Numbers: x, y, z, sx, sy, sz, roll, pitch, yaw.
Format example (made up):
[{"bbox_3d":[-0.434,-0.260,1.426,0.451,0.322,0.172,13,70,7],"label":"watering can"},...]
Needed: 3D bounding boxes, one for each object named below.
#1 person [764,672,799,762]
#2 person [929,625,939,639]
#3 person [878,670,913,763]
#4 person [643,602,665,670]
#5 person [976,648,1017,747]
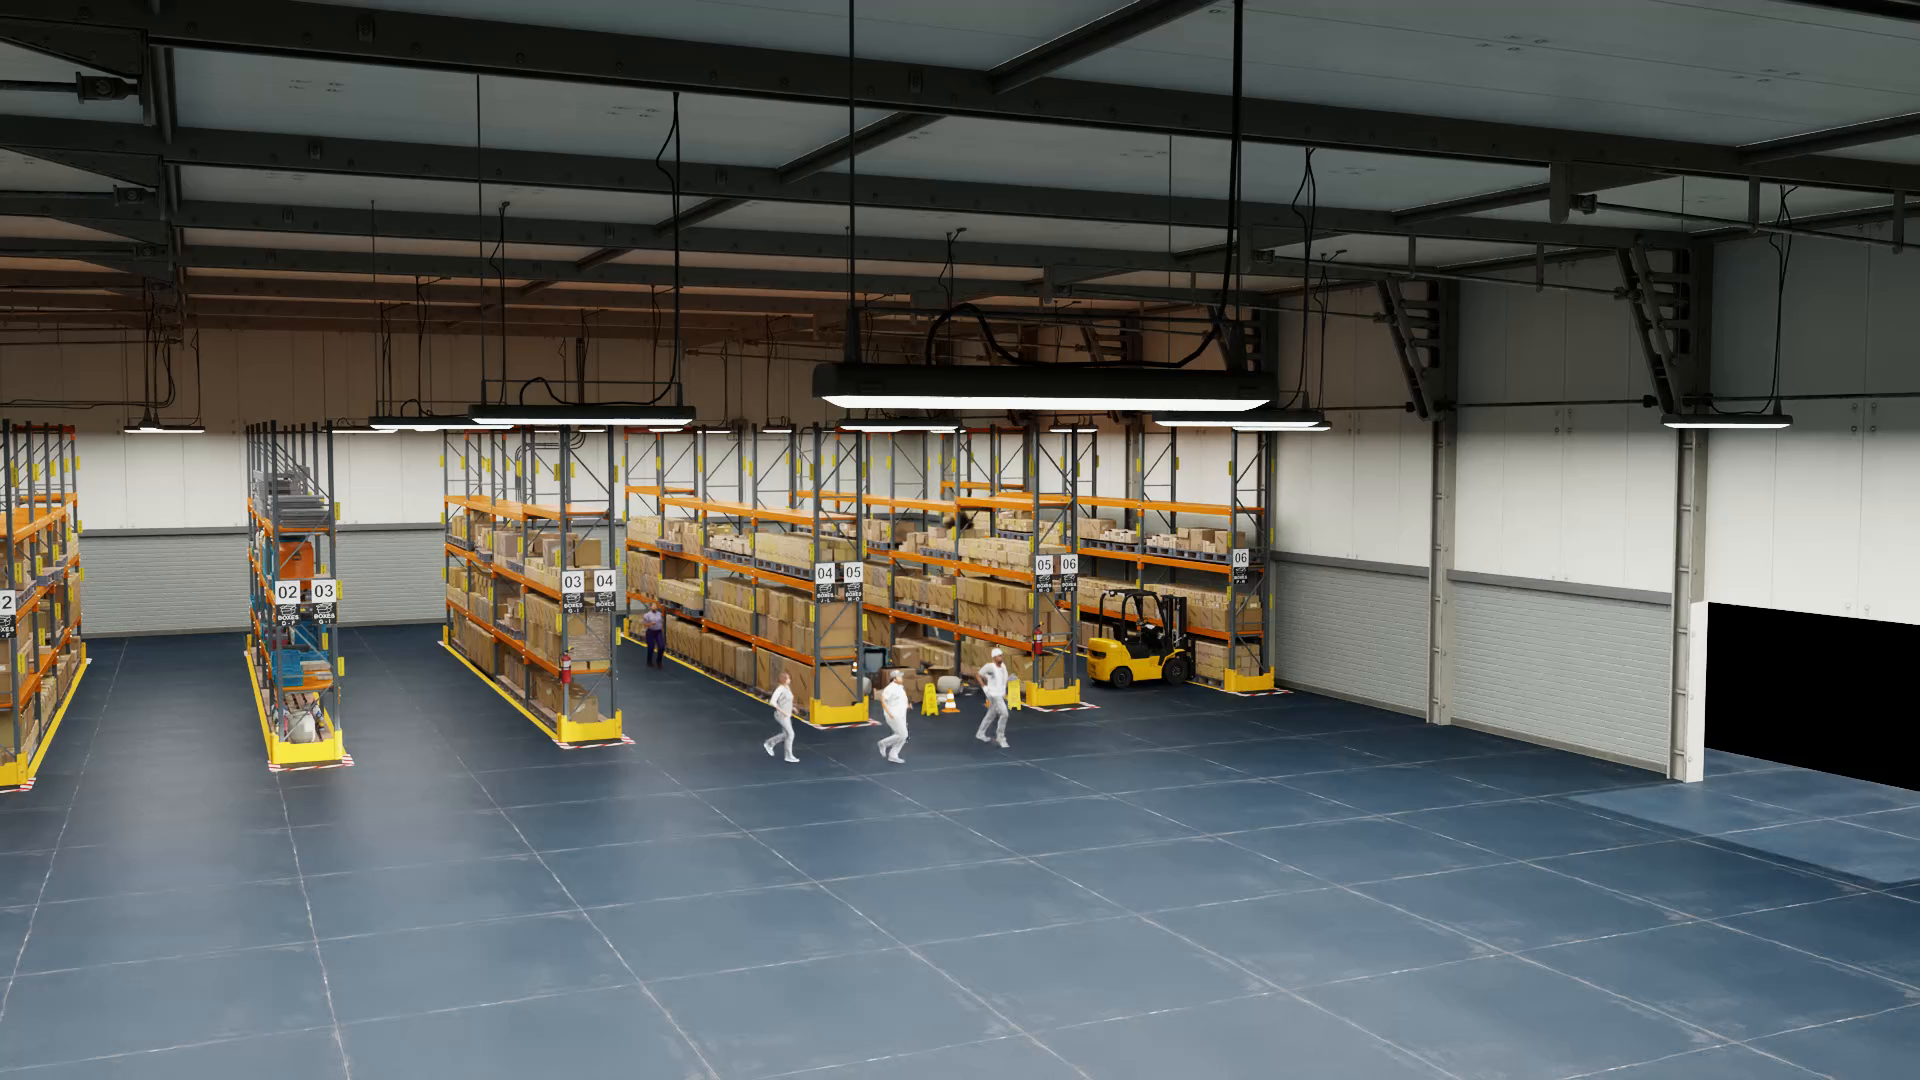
[{"bbox_3d":[-3.150,3.109,29.208,0.683,1.579,0.560,1,4,13],"label":"person"},{"bbox_3d":[-0.895,2.007,46.089,0.576,1.698,0.947,-1,4,-22],"label":"person"},{"bbox_3d":[-1.123,3.092,29.162,0.559,1.635,0.634,1,4,18],"label":"person"},{"bbox_3d":[-7.498,2.368,40.812,0.587,1.684,0.680,-2,4,-28],"label":"person"},{"bbox_3d":[0.665,2.919,30.810,0.786,1.852,0.645,2,4,23],"label":"person"}]
